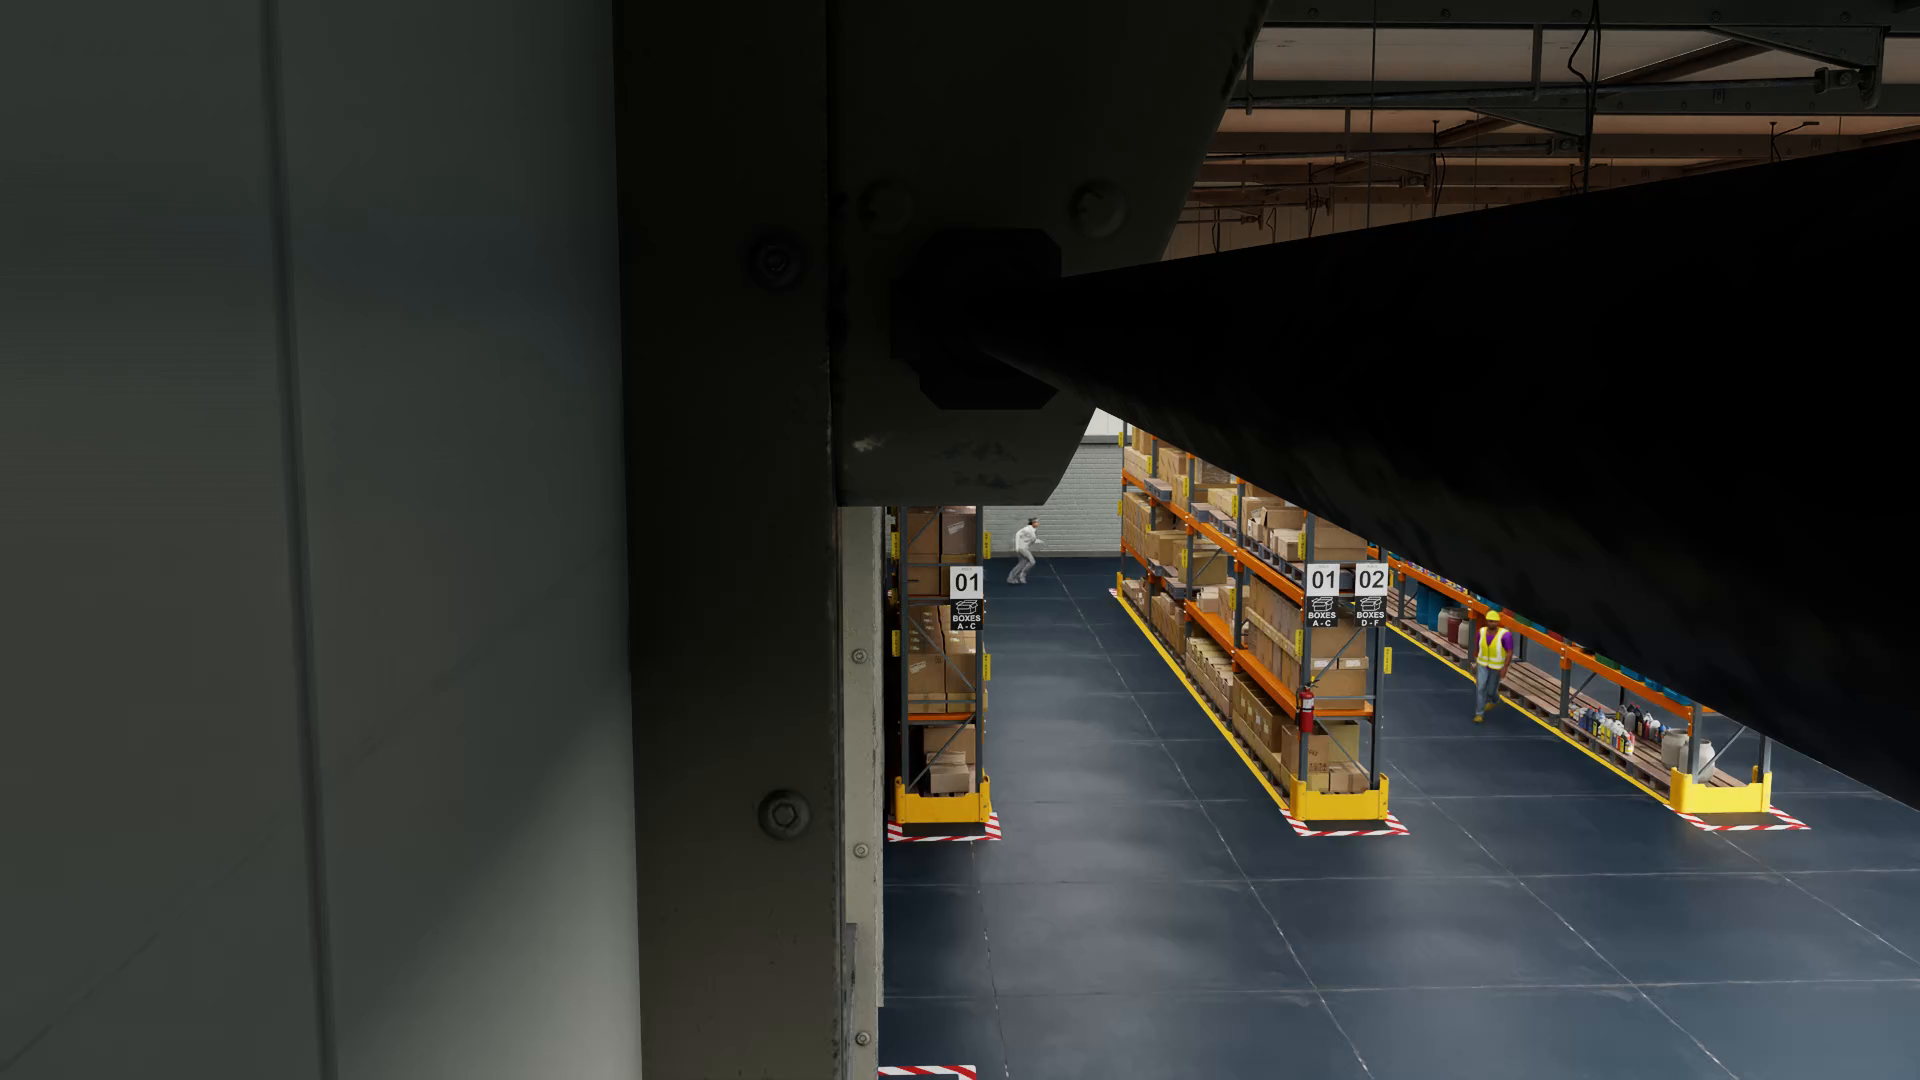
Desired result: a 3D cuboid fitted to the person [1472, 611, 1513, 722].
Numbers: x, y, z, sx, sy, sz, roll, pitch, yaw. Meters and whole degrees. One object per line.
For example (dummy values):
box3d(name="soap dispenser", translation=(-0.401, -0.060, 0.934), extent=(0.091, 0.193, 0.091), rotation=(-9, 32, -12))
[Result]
box3d(name="person", translation=(8.149, 1.911, 25.386), extent=(0.611, 1.724, 0.833), rotation=(6, 10, 35))

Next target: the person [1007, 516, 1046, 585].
box3d(name="person", translation=(1.515, 0.226, 38.036), extent=(0.900, 1.566, 0.609), rotation=(2, 8, 13))
